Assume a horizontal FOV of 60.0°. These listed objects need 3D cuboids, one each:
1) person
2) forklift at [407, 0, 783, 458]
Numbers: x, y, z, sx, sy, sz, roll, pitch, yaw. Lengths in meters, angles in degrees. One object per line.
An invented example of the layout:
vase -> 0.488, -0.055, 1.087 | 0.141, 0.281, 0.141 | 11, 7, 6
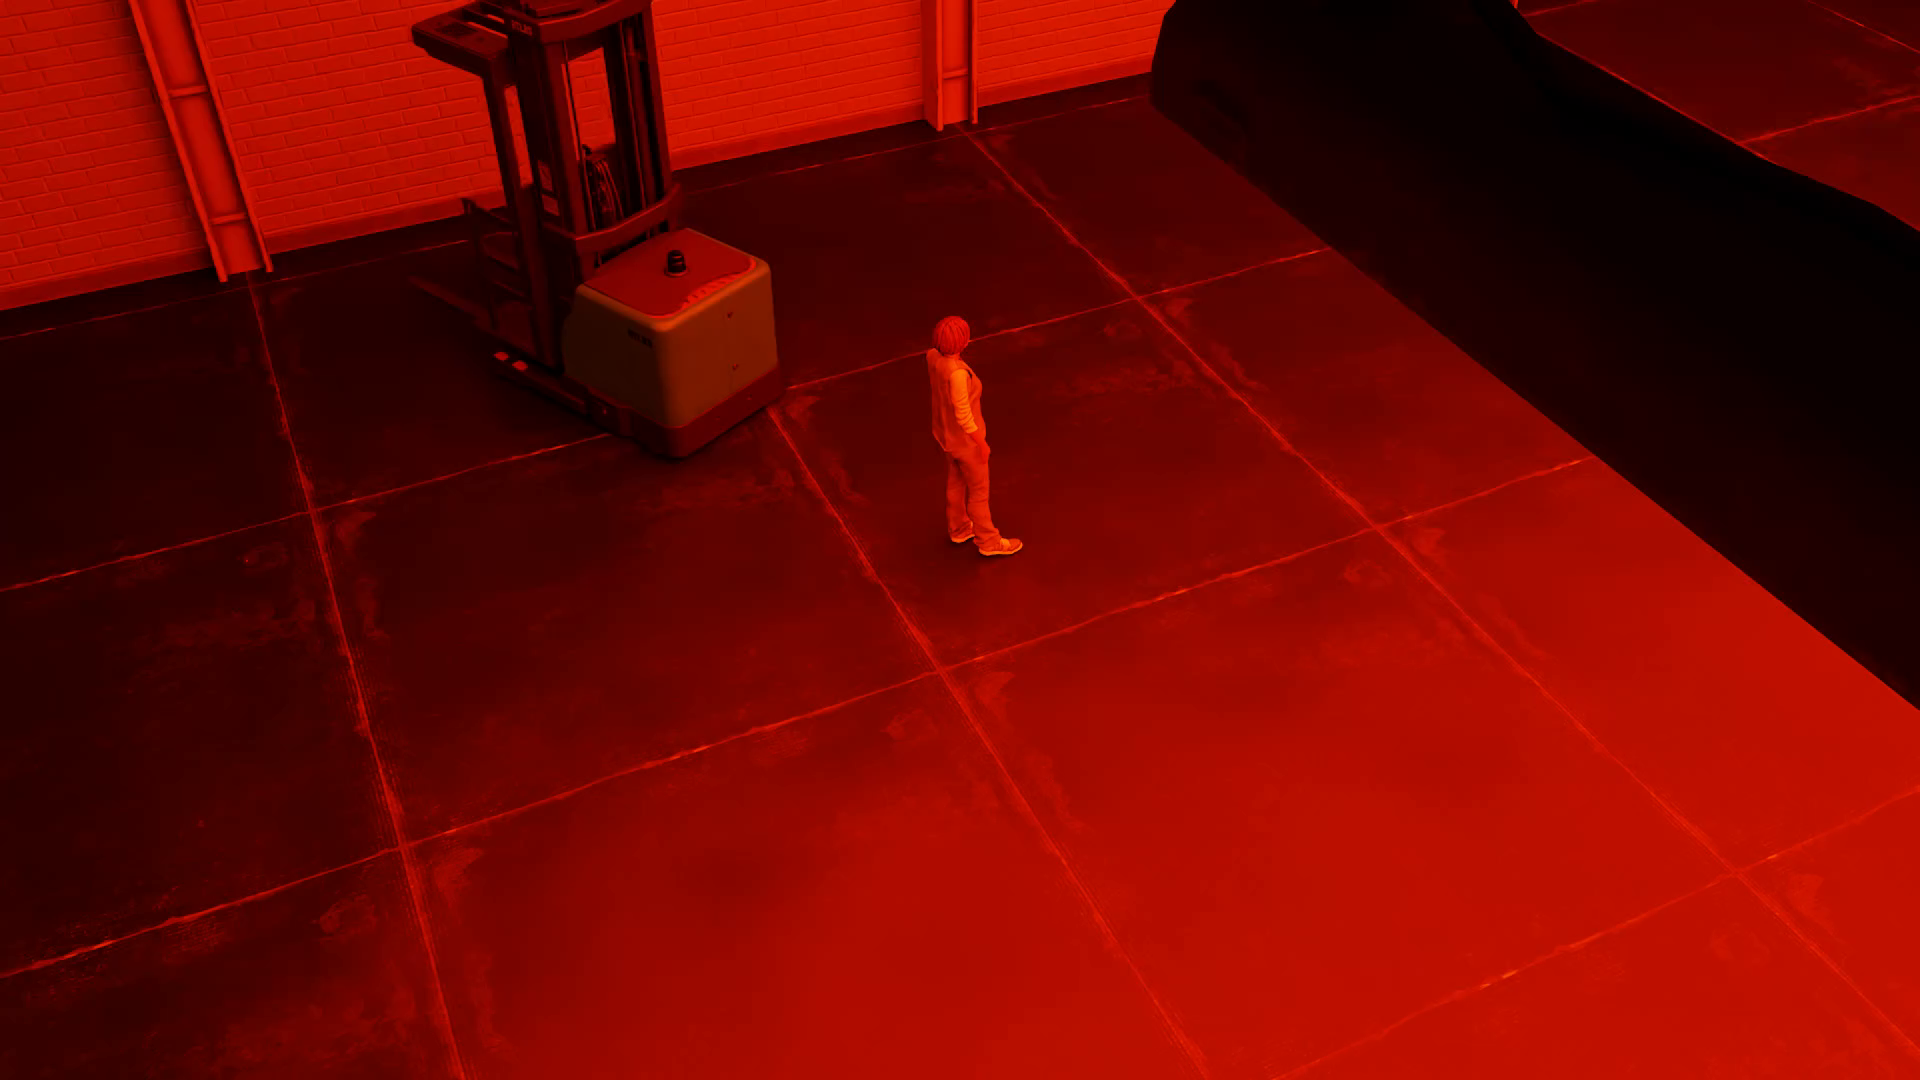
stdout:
person -> 0.074, -0.631, 9.802 | 0.473, 1.599, 0.521 | -17, 43, -19
forklift -> -2.687, -2.444, 10.945 | 3.031, 2.935, 1.130 | 27, 47, 28
